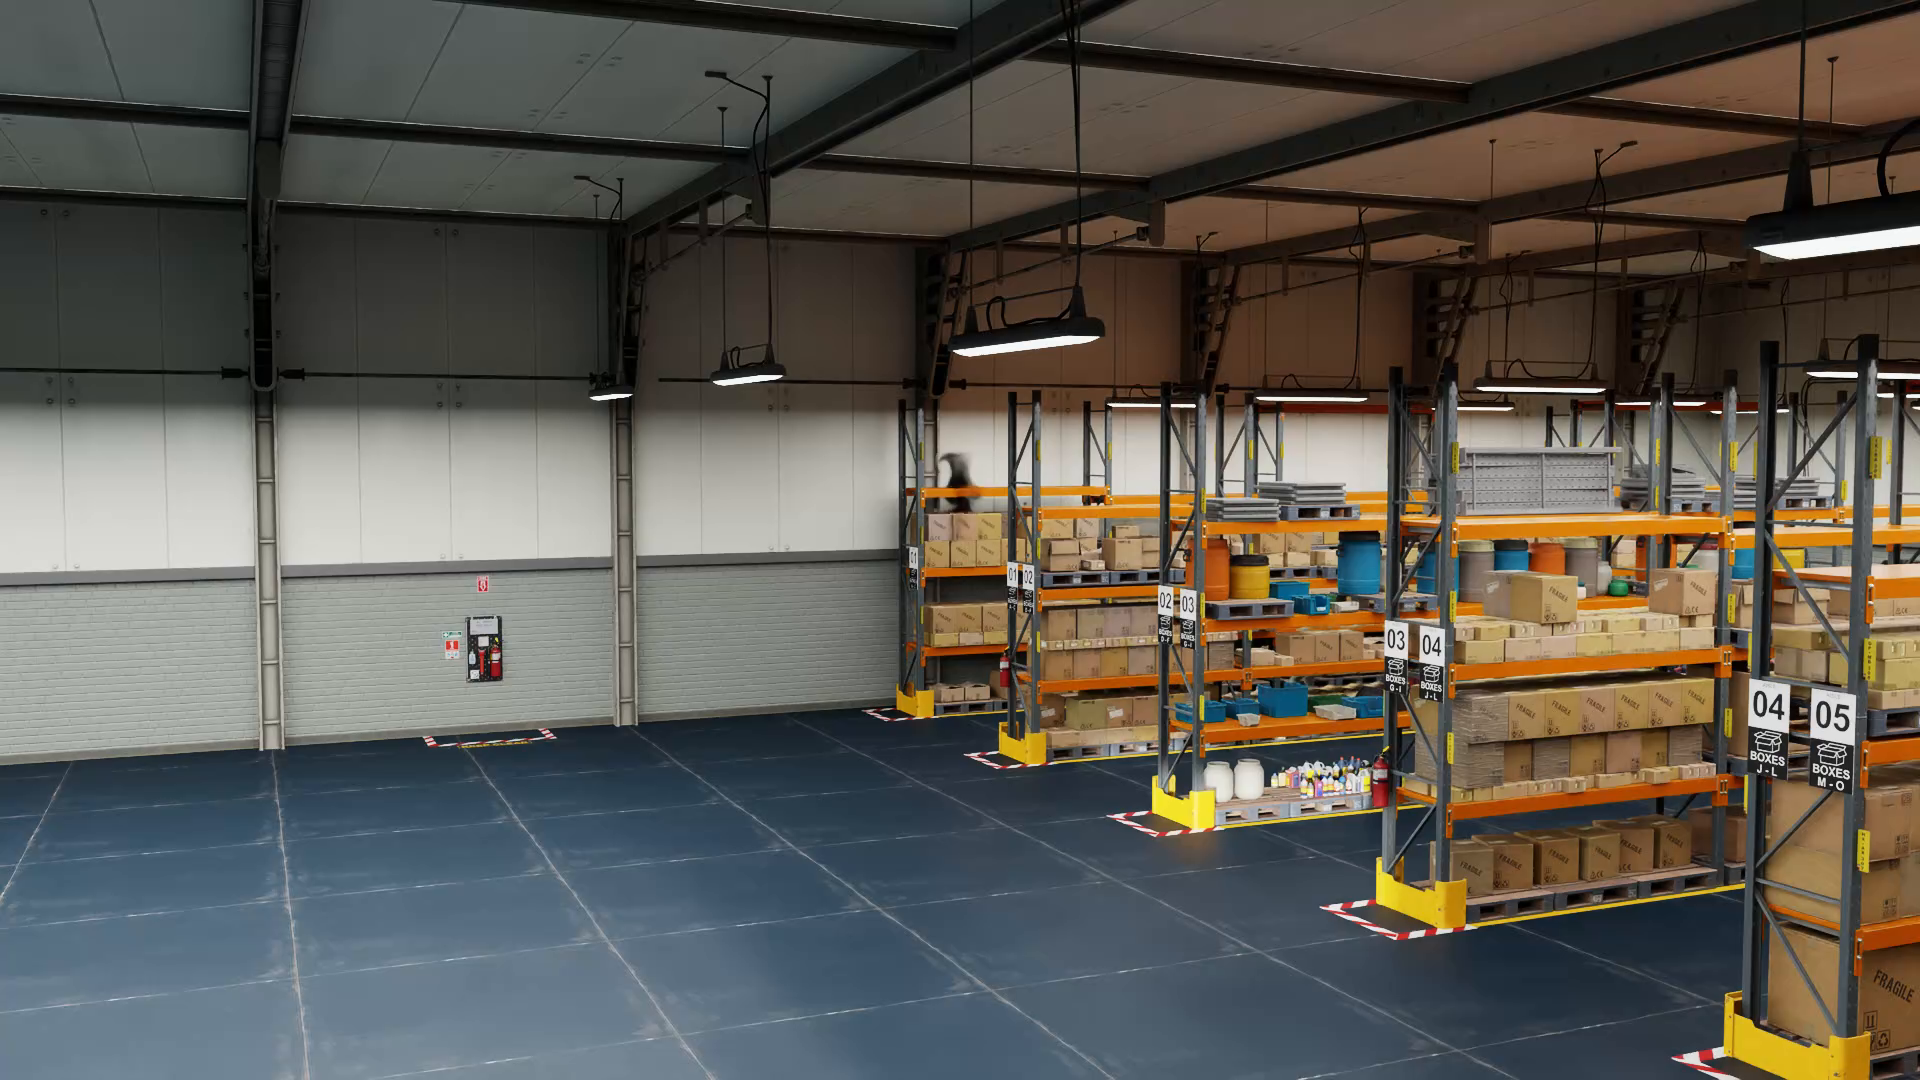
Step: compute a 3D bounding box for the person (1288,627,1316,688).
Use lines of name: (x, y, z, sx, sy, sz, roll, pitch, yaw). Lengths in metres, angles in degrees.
person: (6.582, 2.487, 31.764, 0.710, 1.702, 0.595, -2, 4, -27)
